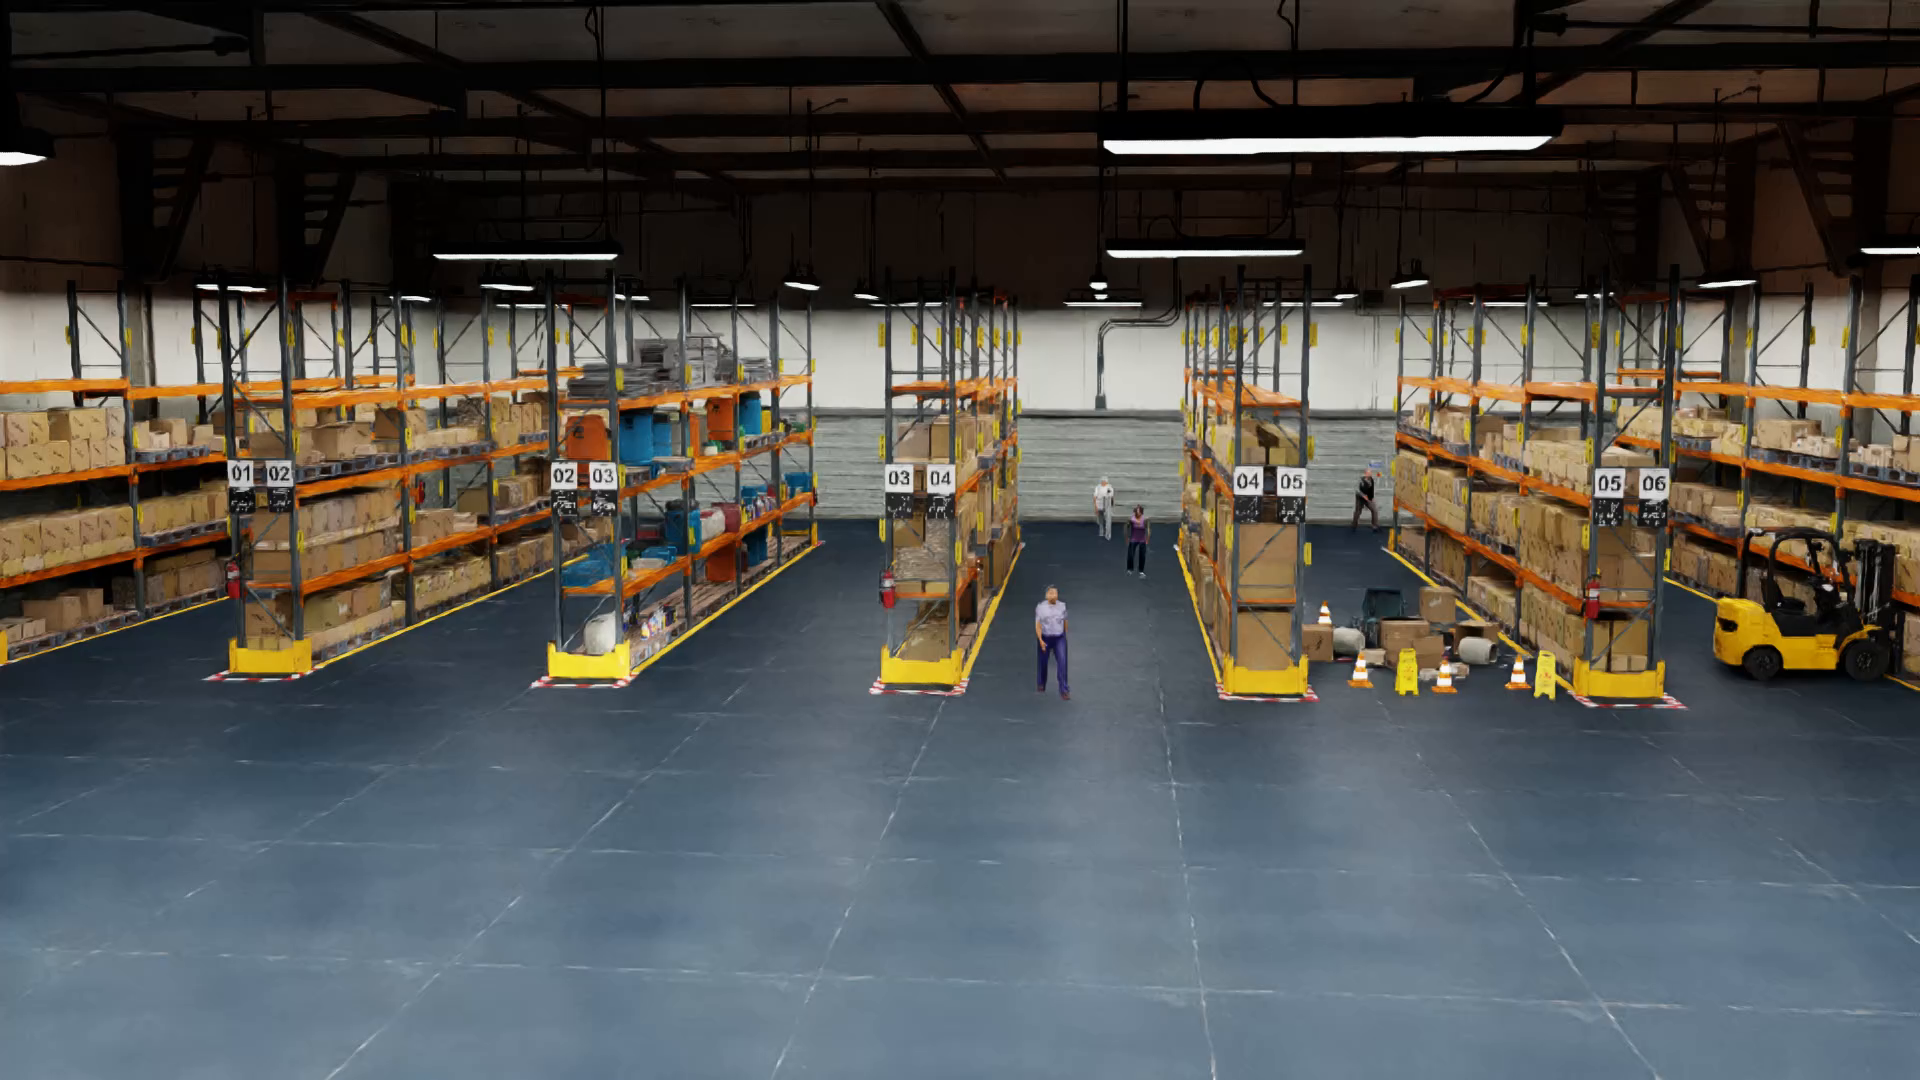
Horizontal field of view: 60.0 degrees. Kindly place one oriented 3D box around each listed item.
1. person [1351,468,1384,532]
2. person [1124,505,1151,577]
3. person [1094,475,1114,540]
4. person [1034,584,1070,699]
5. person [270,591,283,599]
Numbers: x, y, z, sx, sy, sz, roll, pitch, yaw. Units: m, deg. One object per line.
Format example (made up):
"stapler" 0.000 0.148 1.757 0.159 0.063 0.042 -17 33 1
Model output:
"person" 10.462 -1.037 42.901 0.682 1.656 0.800 -2 7 -15
"person" 3.713 0.017 34.849 0.566 1.541 0.519 0 7 3
"person" 3.589 -0.829 41.462 0.497 1.583 1.090 1 7 7
"person" 1.268 1.400 23.191 0.478 1.562 0.999 0 7 -3
"person" -12.361 0.531 30.012 0.402 1.675 0.517 -3 8 -24
